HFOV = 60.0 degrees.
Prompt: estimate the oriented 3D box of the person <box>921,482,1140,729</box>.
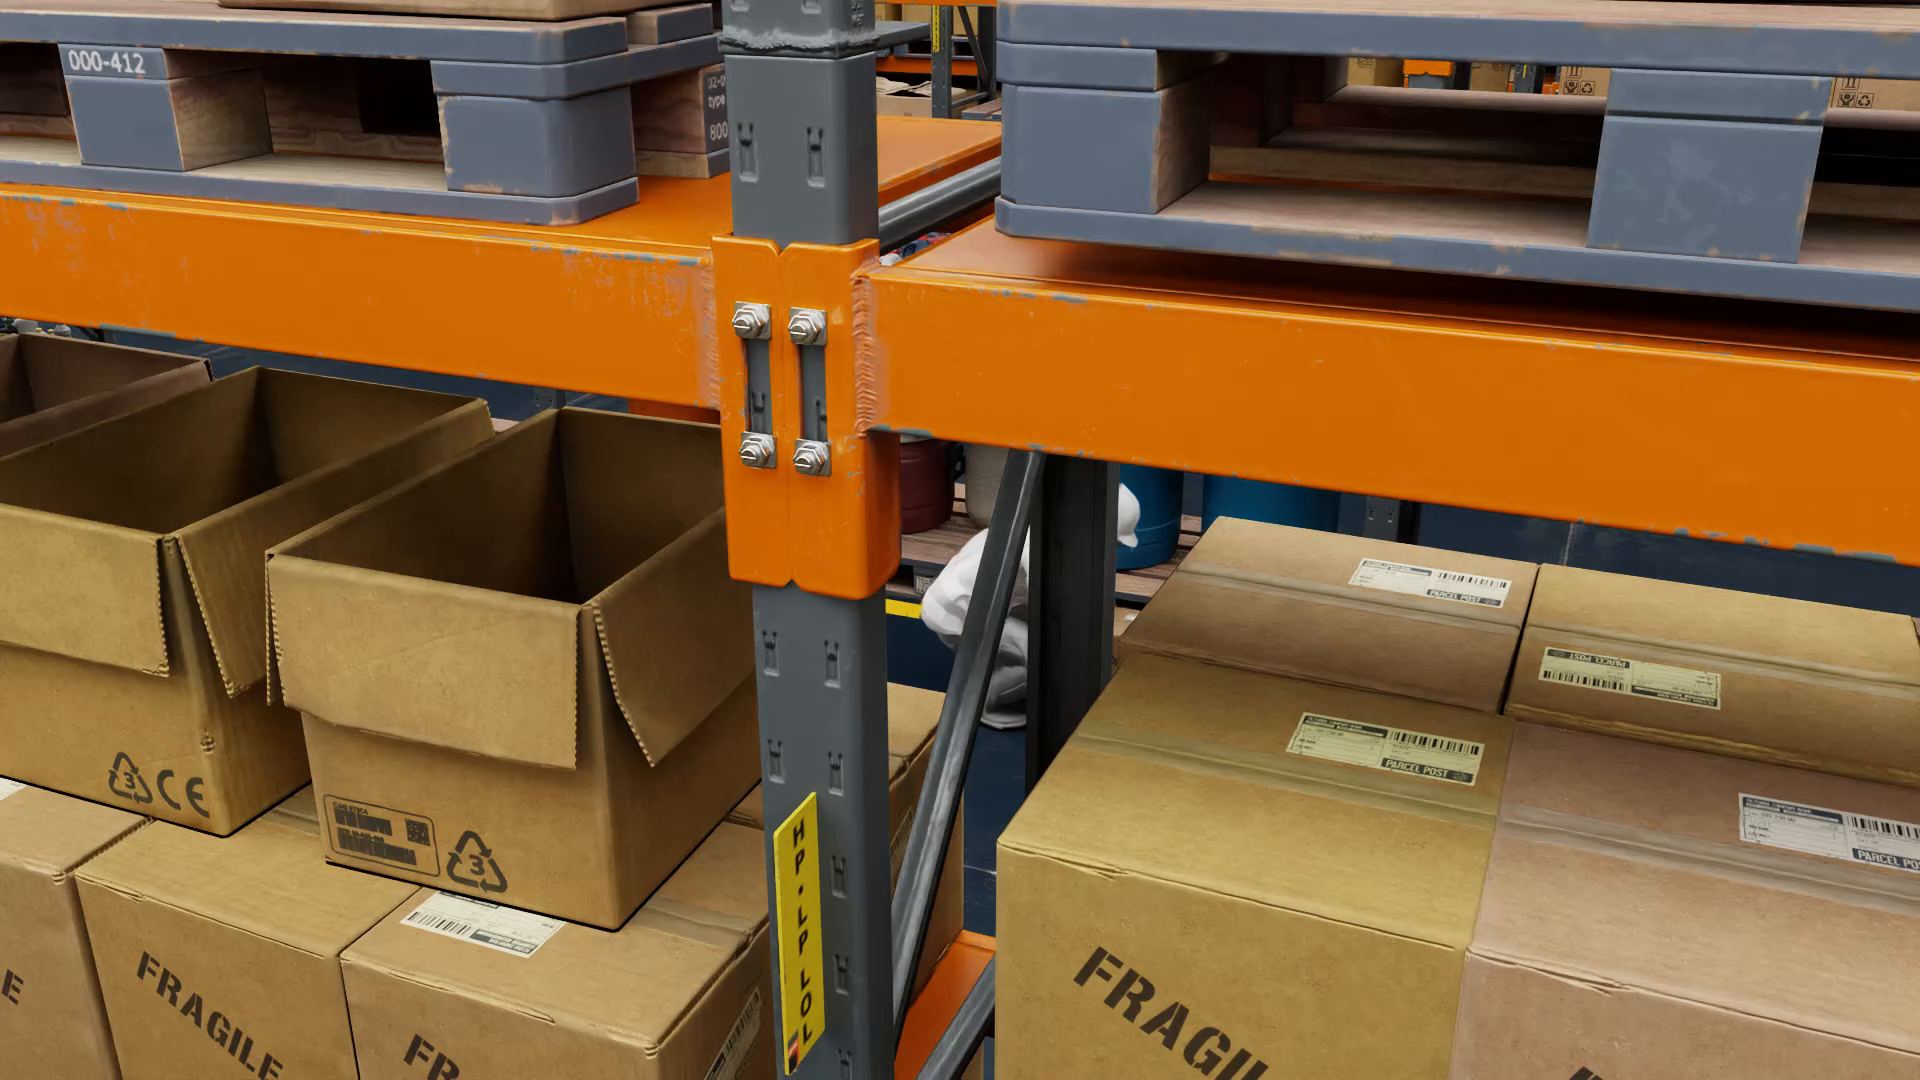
[{"bbox_3d":[0.321,0.221,6.538,0.912,1.006,0.550,7,23,17],"label":"person"}]
